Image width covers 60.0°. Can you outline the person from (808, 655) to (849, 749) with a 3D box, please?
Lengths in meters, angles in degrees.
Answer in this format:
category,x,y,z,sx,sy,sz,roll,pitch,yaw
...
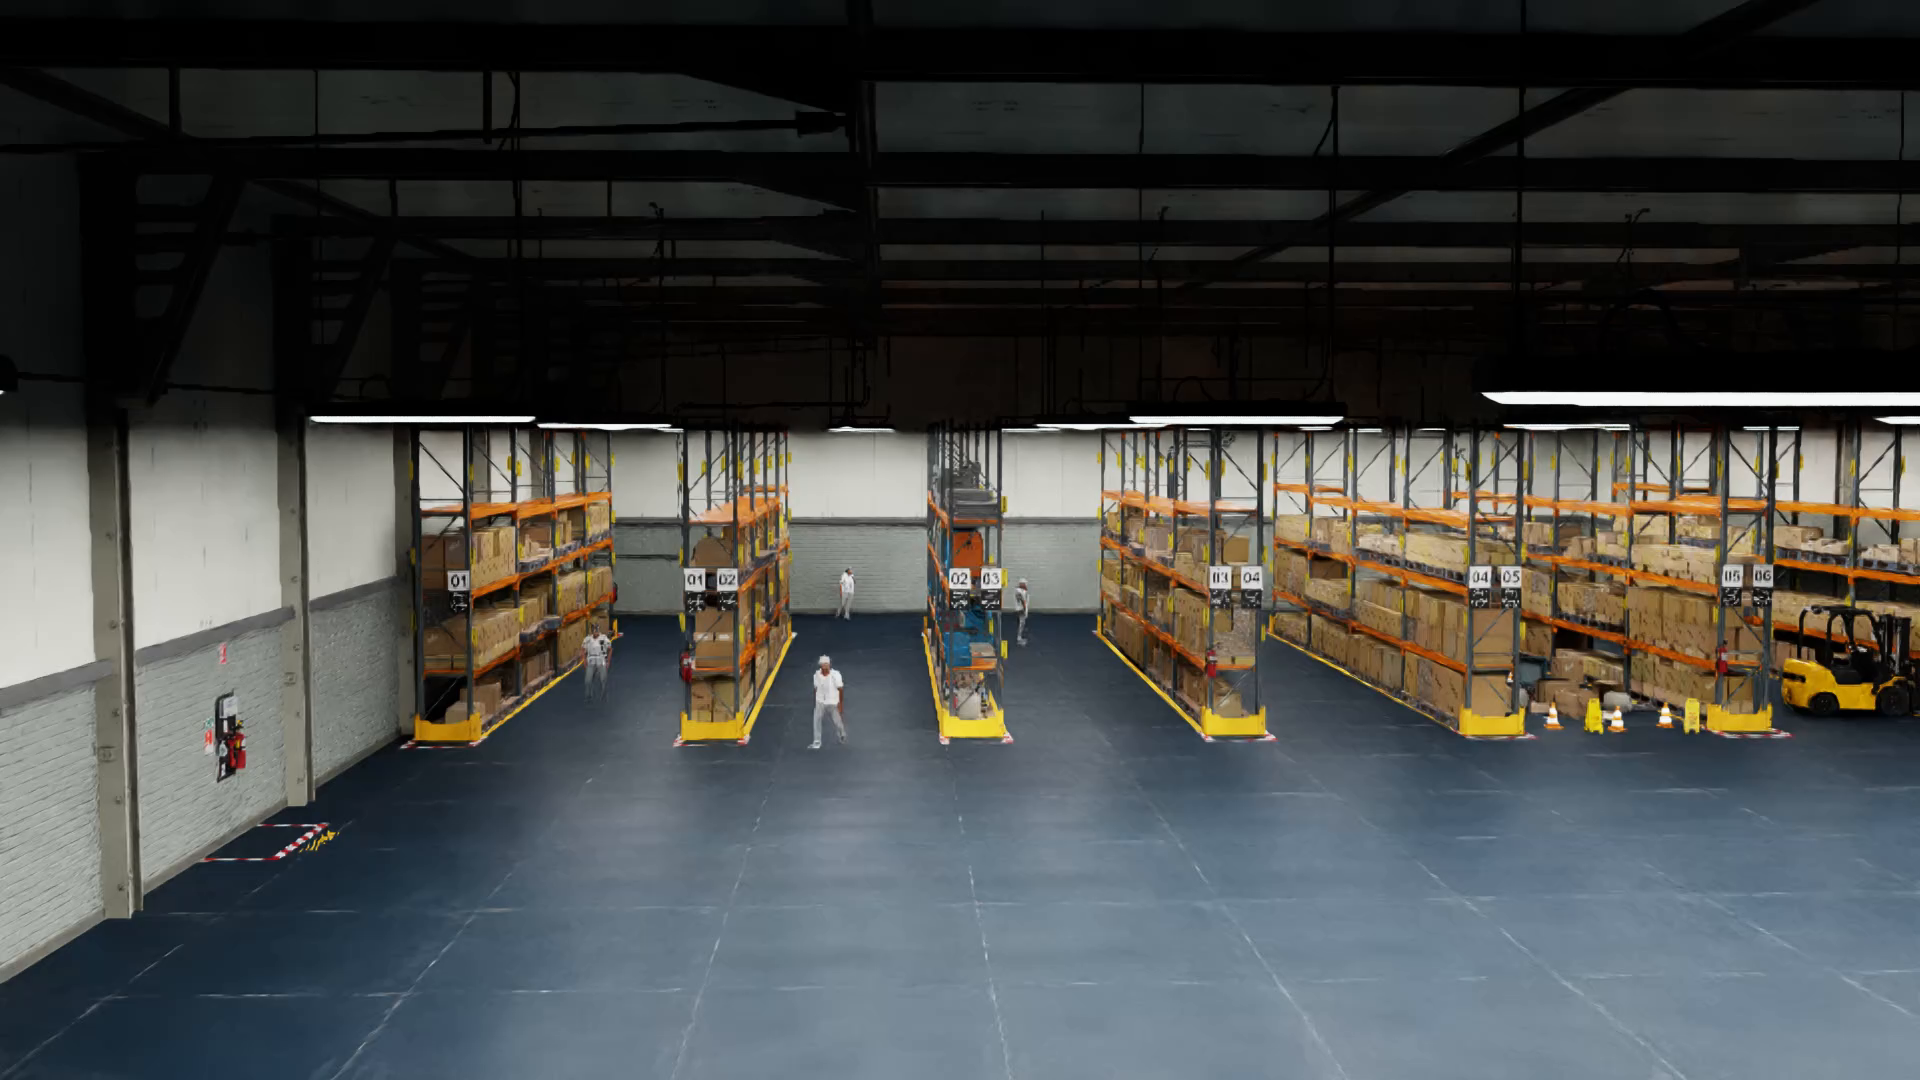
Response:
category,x,y,z,sx,sy,sz,roll,pitch,yaw
person,-2.399,2.933,30.318,0.616,1.712,0.963,1,4,18

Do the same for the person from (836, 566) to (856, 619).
category,x,y,z,sx,sy,sz,roll,pitch,yaw
person,-3.542,1.613,51.437,0.553,1.649,0.582,-3,5,-40

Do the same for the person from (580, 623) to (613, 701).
category,x,y,z,sx,sy,sz,roll,pitch,yaw
person,-7.760,2.597,35.508,0.682,1.715,0.542,0,4,-4

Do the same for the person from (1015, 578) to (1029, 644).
category,x,y,z,sx,sy,sz,roll,pitch,yaw
person,1.705,1.913,45.284,0.399,1.786,0.660,-1,4,-12
